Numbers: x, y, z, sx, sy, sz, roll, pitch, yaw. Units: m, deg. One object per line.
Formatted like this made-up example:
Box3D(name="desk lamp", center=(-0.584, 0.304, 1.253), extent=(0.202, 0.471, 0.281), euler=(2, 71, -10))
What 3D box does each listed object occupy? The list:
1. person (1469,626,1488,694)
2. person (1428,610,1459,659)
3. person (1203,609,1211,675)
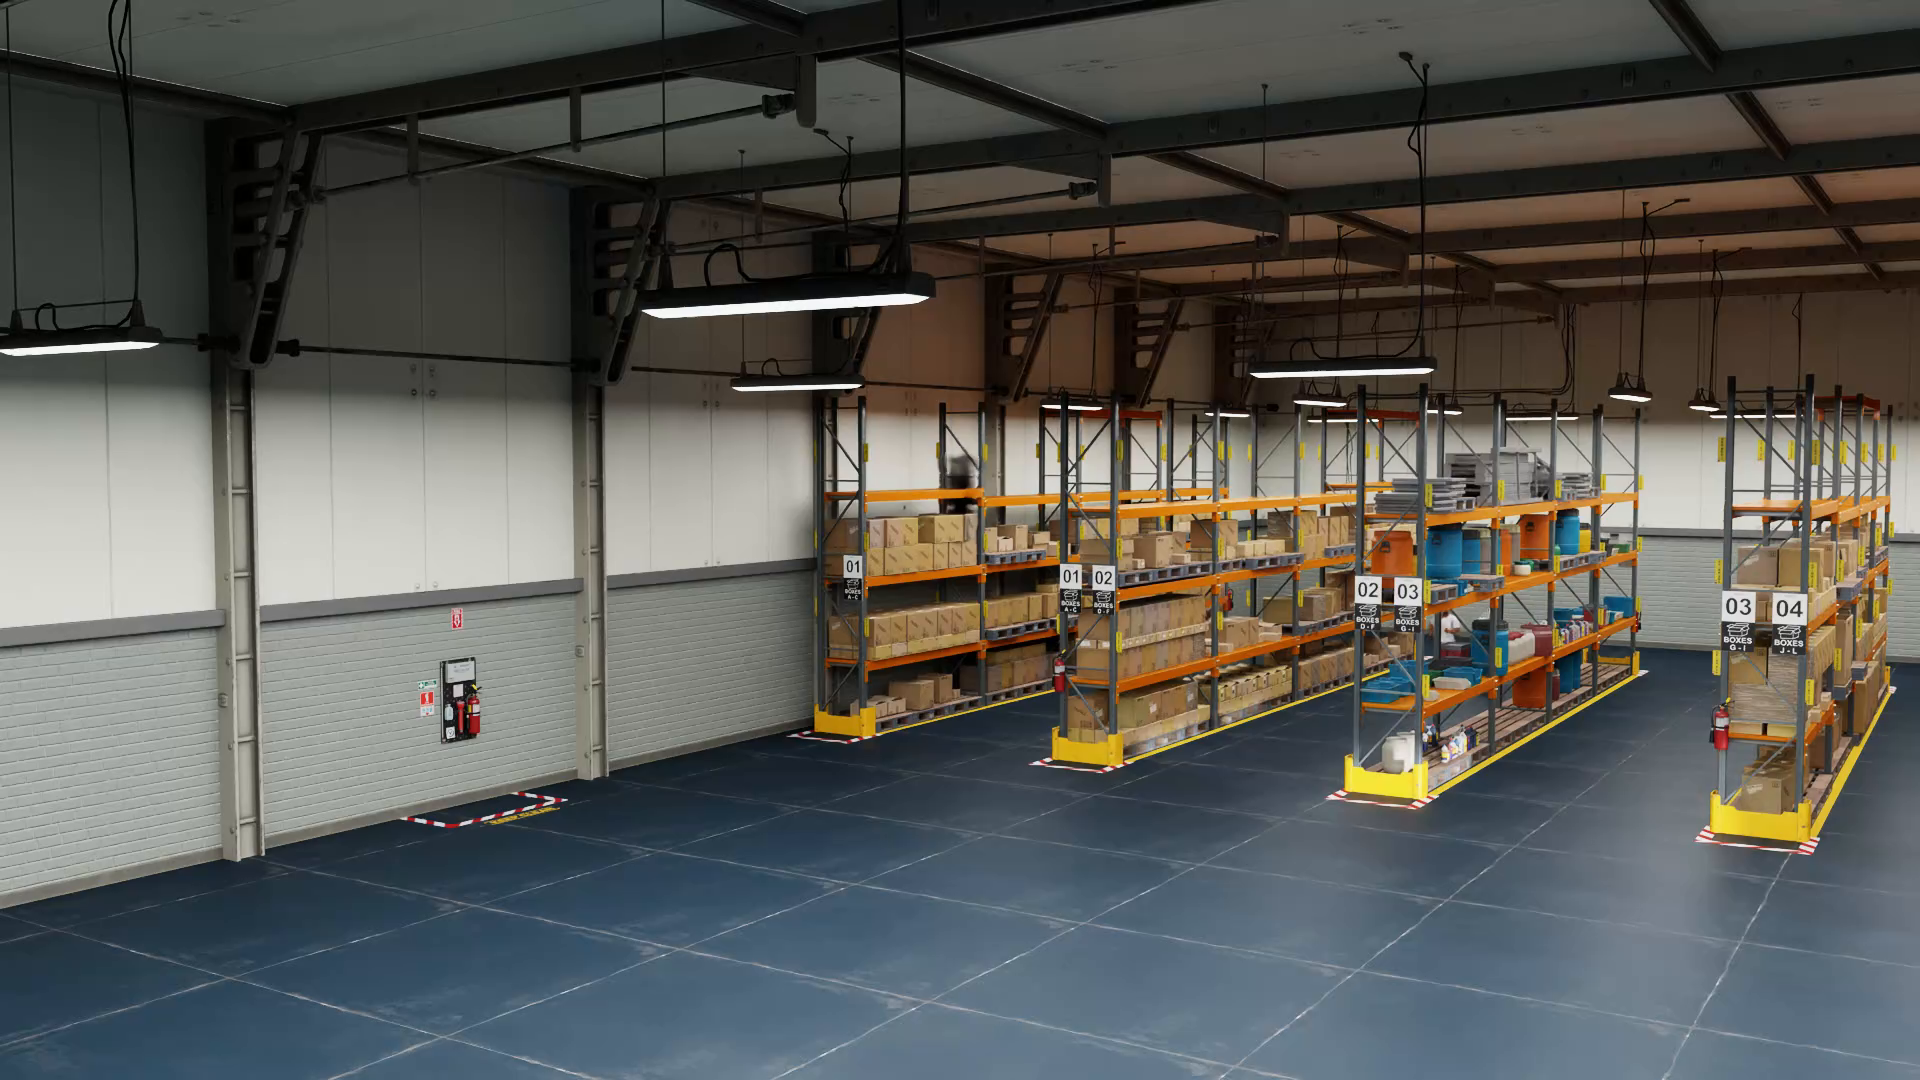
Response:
Box3D(name="person", center=(10.694, 2.430, 34.208), extent=(0.985, 1.527, 0.667), euler=(-3, 4, -41))
Box3D(name="person", center=(10.525, 2.224, 36.204), extent=(0.671, 1.789, 0.726), euler=(1, 3, 23))
Box3D(name="person", center=(5.491, 2.302, 36.875), extent=(0.520, 1.559, 0.646), euler=(1, 3, 25))
